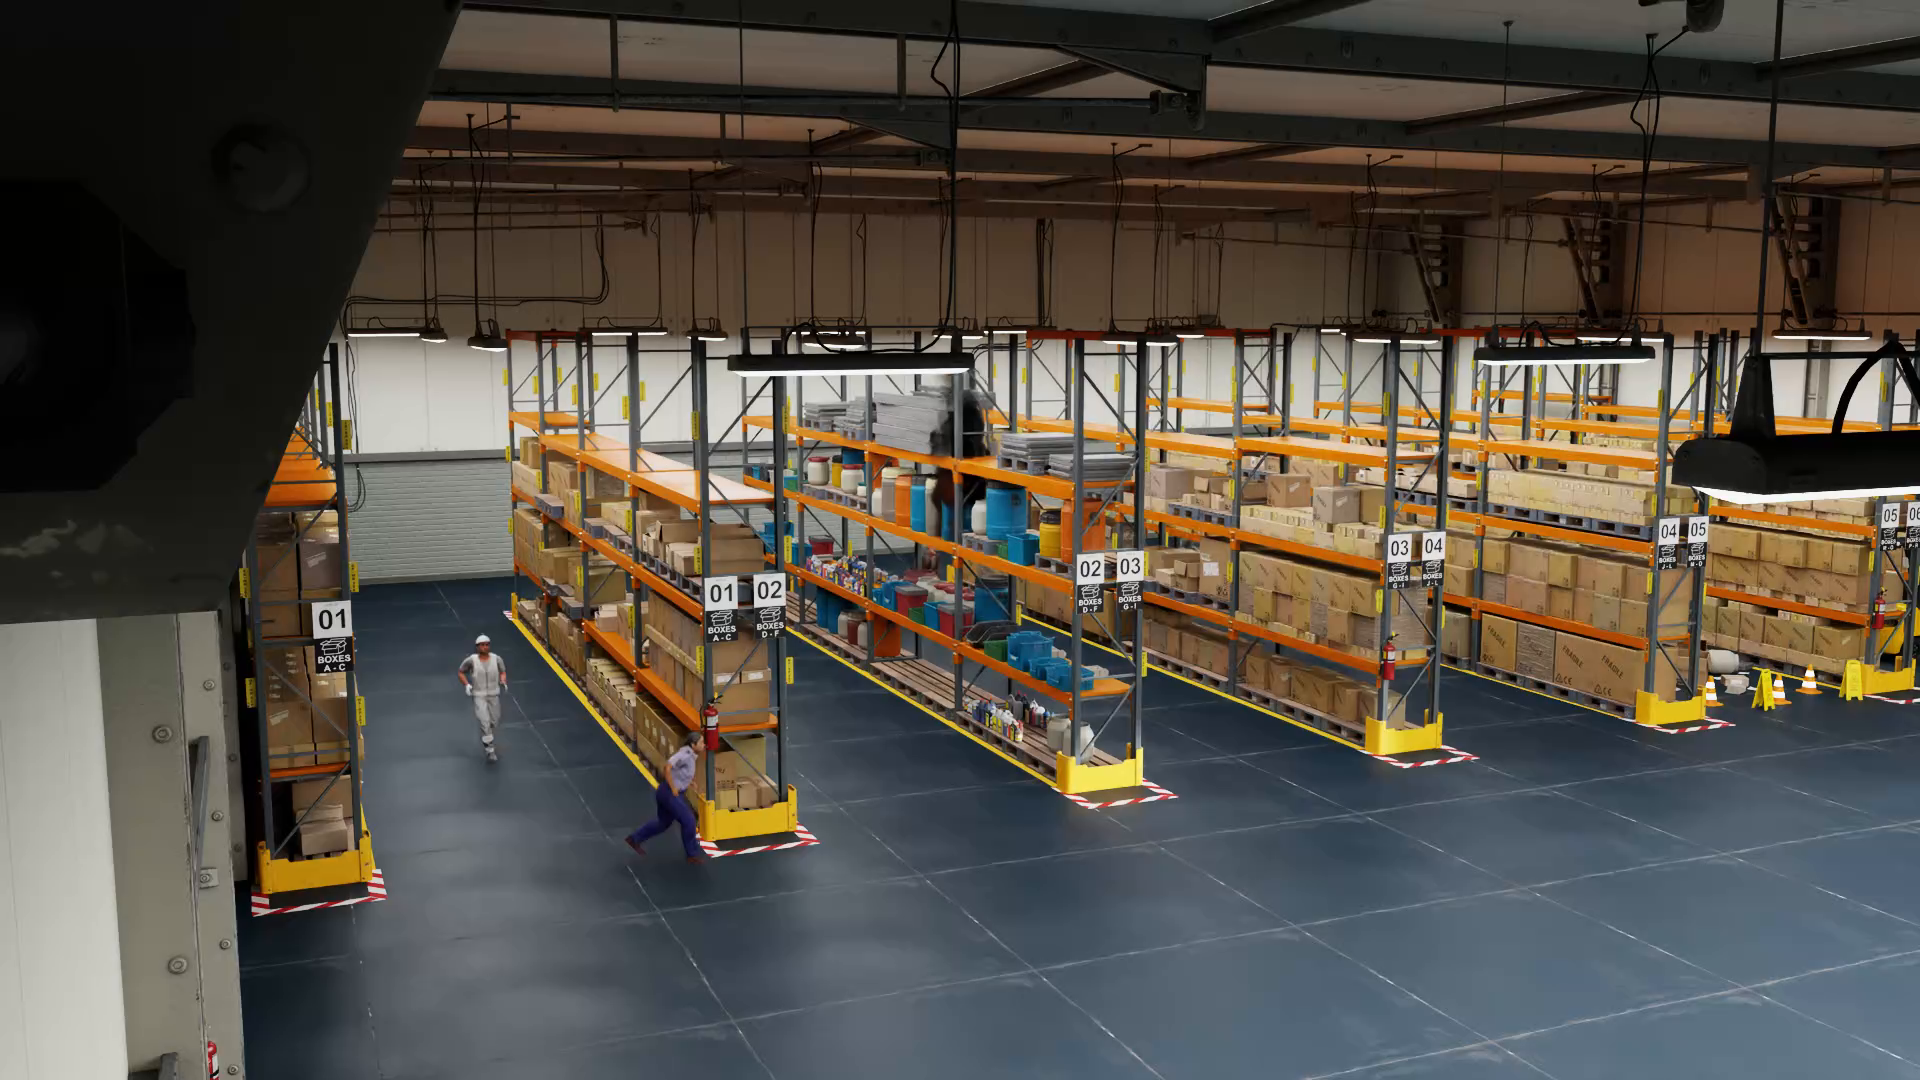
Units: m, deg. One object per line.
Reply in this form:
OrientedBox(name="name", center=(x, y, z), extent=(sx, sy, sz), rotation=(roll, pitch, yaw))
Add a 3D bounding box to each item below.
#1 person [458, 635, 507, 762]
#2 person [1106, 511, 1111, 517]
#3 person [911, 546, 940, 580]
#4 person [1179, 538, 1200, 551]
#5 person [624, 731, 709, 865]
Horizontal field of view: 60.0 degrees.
OrientedBox(name="person", center=(-6.823, 2.234, 23.839), extent=(0.656, 1.774, 0.845), rotation=(-4, 9, -29))
OrientedBox(name="person", center=(3.241, 0.108, 39.769), extent=(0.733, 1.712, 1.046), rotation=(-6, 10, -36))
OrientedBox(name="person", center=(-0.704, 0.913, 33.708), extent=(0.714, 1.764, 1.098), rotation=(-5, 9, -32))
OrientedBox(name="person", center=(5.692, -0.170, 41.565), extent=(0.934, 1.659, 0.656), rotation=(6, 10, 37))
OrientedBox(name="person", center=(-3.392, 3.000, 19.121), extent=(0.975, 1.598, 0.641), rotation=(0, 8, 0))
